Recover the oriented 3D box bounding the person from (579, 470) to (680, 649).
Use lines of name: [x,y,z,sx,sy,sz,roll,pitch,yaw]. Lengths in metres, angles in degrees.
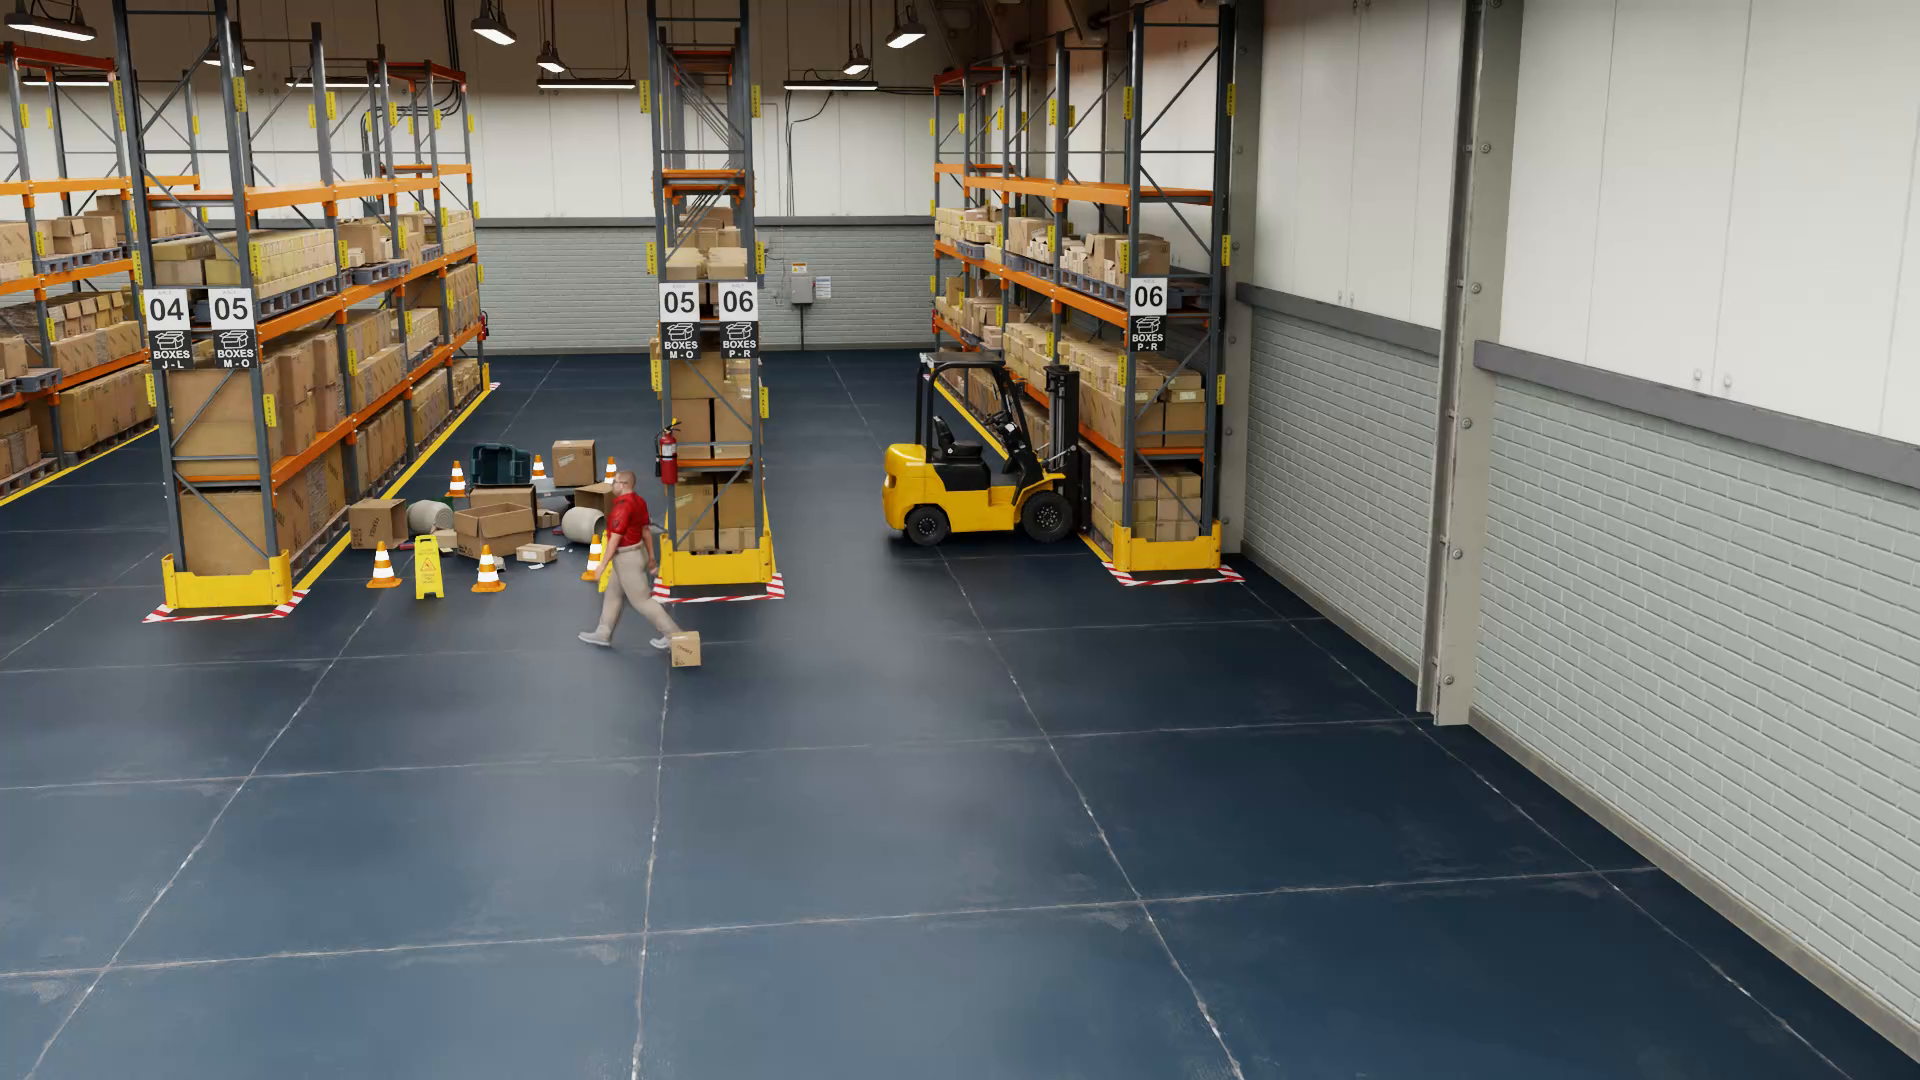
person: [-3.054,0.185,15.250,1.068,1.675,0.579,1,13,6]
